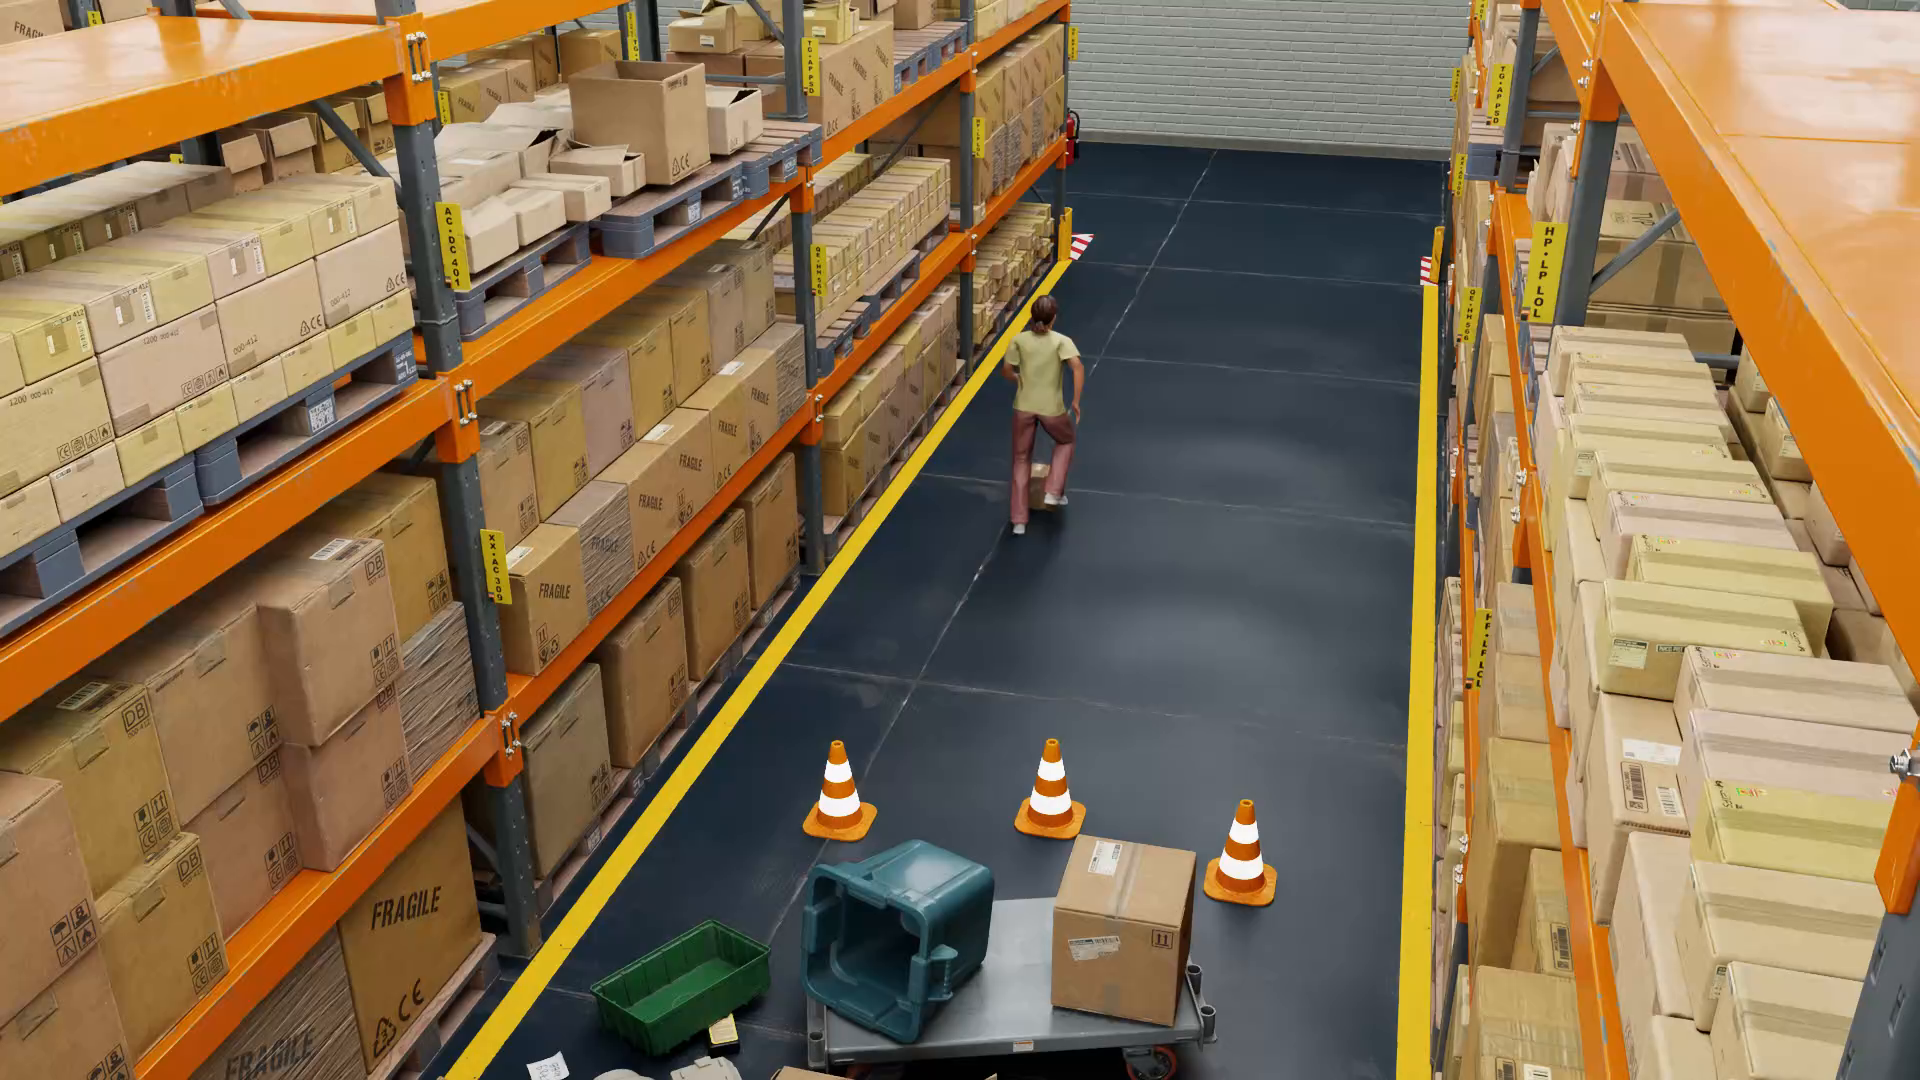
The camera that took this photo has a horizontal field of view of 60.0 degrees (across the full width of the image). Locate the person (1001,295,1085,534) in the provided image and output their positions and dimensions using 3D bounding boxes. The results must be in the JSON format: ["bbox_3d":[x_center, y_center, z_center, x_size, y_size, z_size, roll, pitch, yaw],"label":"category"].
[{"bbox_3d":[0.569,-0.894,11.584,0.600,1.586,0.725,4,26,9],"label":"person"}]
